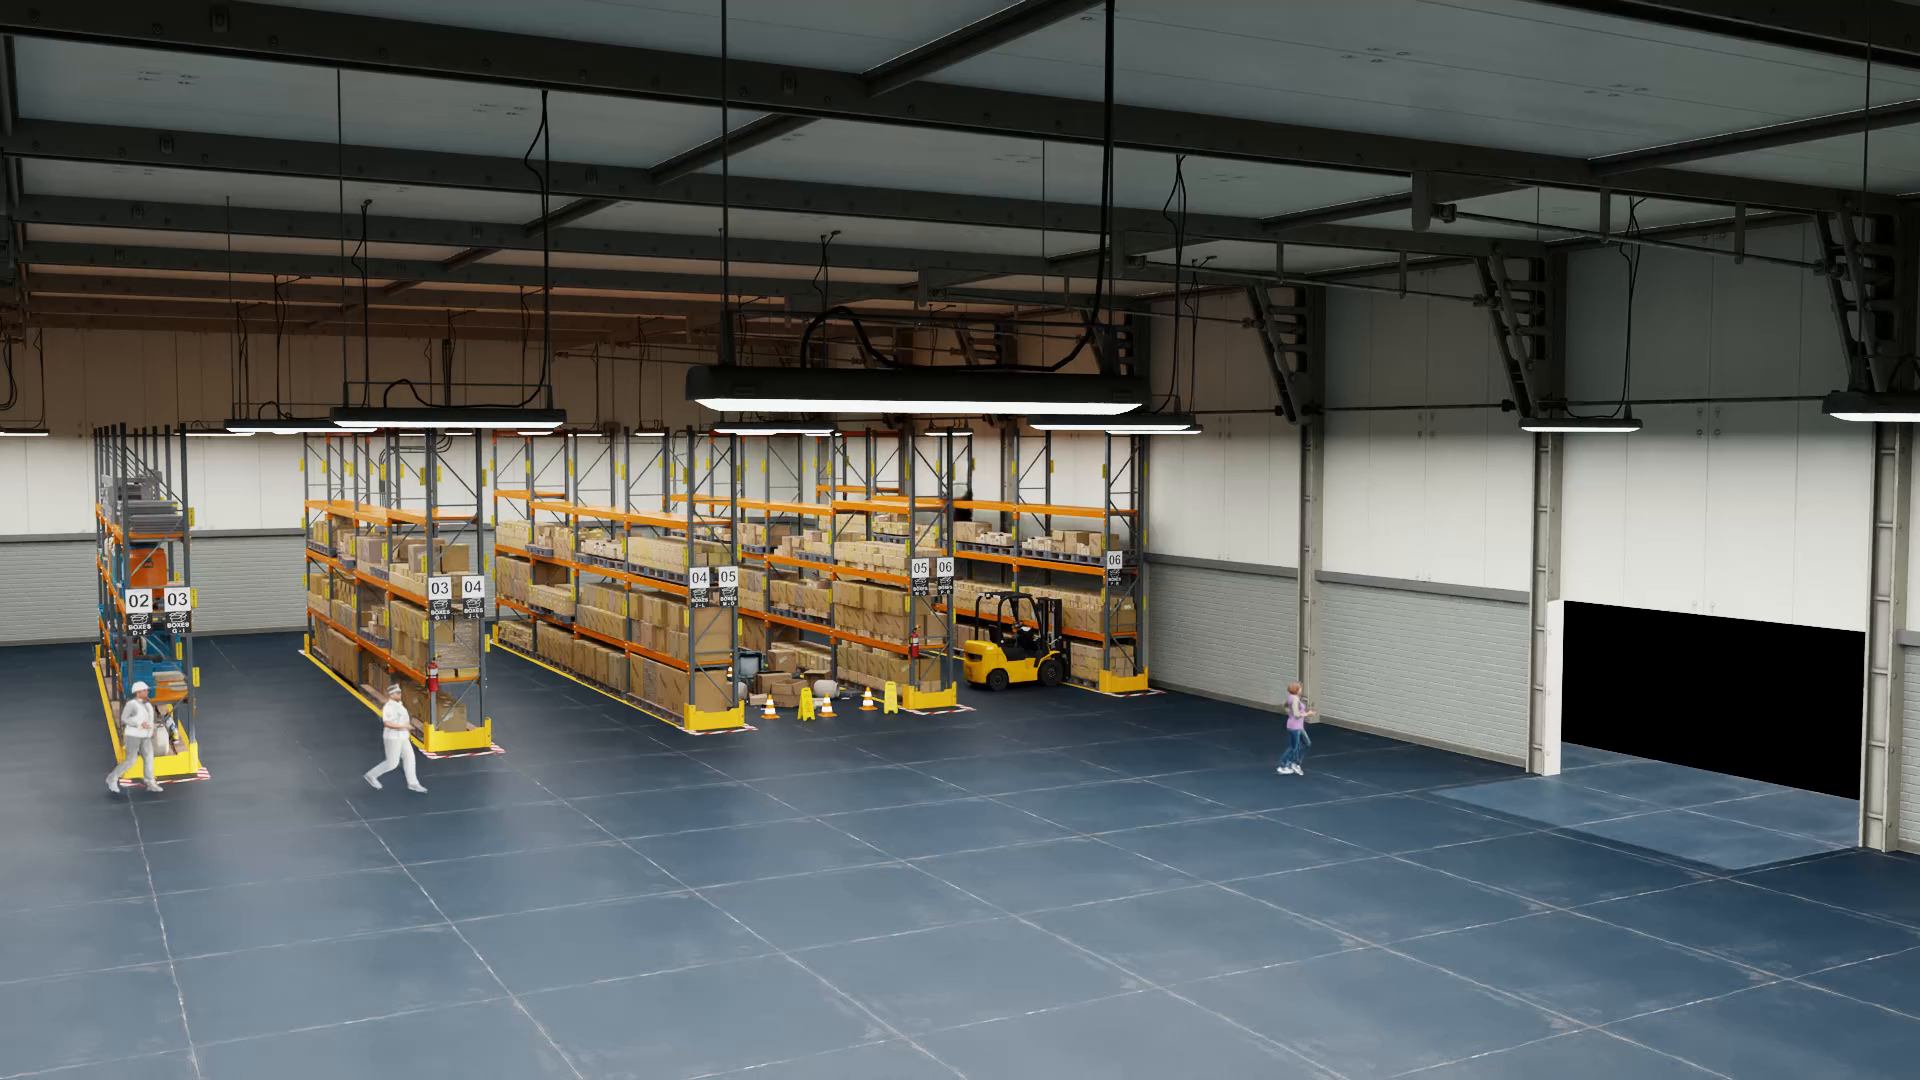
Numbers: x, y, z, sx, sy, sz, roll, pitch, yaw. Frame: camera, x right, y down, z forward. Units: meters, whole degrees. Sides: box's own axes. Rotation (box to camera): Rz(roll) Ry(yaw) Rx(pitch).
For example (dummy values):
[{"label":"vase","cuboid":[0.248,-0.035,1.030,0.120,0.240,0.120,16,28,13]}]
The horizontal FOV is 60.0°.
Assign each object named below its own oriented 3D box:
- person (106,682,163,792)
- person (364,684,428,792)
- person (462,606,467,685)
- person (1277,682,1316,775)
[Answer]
[{"label":"person","cuboid":[-13.292,3.180,26.982,0.911,1.753,0.698,1,4,12]},{"label":"person","cuboid":[-9.133,3.209,26.895,0.981,1.794,0.674,0,3,2]},{"label":"person","cuboid":[-11.729,2.443,39.117,0.687,1.807,0.991,-3,4,-36]},{"label":"person","cuboid":[5.726,3.212,28.268,0.636,1.608,0.517,1,4,12]}]
